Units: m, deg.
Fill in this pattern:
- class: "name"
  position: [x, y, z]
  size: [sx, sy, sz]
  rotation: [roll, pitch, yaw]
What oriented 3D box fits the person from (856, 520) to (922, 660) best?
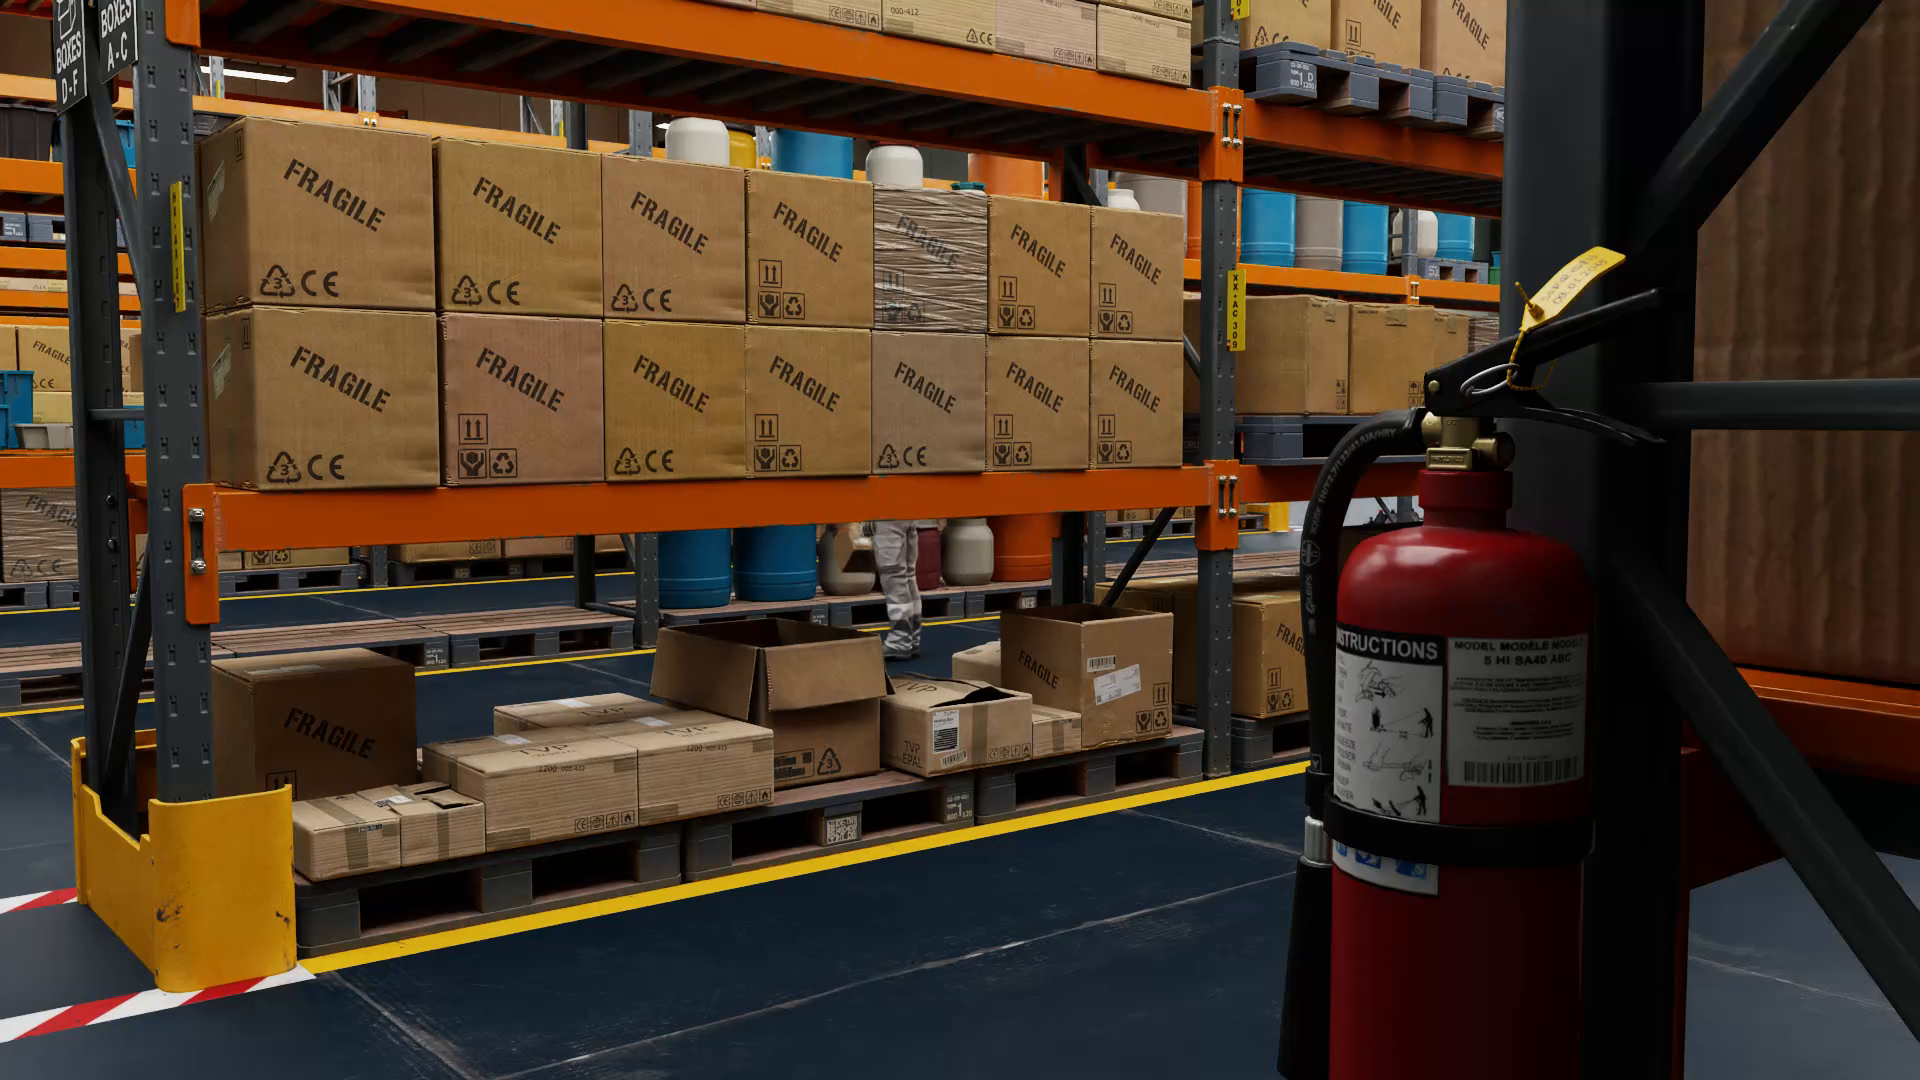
- class: "person"
  position: [-0.424, -0.165, 10.283]
  size: [0.423, 1.794, 0.600]
  rotation: [2, 4, 20]
